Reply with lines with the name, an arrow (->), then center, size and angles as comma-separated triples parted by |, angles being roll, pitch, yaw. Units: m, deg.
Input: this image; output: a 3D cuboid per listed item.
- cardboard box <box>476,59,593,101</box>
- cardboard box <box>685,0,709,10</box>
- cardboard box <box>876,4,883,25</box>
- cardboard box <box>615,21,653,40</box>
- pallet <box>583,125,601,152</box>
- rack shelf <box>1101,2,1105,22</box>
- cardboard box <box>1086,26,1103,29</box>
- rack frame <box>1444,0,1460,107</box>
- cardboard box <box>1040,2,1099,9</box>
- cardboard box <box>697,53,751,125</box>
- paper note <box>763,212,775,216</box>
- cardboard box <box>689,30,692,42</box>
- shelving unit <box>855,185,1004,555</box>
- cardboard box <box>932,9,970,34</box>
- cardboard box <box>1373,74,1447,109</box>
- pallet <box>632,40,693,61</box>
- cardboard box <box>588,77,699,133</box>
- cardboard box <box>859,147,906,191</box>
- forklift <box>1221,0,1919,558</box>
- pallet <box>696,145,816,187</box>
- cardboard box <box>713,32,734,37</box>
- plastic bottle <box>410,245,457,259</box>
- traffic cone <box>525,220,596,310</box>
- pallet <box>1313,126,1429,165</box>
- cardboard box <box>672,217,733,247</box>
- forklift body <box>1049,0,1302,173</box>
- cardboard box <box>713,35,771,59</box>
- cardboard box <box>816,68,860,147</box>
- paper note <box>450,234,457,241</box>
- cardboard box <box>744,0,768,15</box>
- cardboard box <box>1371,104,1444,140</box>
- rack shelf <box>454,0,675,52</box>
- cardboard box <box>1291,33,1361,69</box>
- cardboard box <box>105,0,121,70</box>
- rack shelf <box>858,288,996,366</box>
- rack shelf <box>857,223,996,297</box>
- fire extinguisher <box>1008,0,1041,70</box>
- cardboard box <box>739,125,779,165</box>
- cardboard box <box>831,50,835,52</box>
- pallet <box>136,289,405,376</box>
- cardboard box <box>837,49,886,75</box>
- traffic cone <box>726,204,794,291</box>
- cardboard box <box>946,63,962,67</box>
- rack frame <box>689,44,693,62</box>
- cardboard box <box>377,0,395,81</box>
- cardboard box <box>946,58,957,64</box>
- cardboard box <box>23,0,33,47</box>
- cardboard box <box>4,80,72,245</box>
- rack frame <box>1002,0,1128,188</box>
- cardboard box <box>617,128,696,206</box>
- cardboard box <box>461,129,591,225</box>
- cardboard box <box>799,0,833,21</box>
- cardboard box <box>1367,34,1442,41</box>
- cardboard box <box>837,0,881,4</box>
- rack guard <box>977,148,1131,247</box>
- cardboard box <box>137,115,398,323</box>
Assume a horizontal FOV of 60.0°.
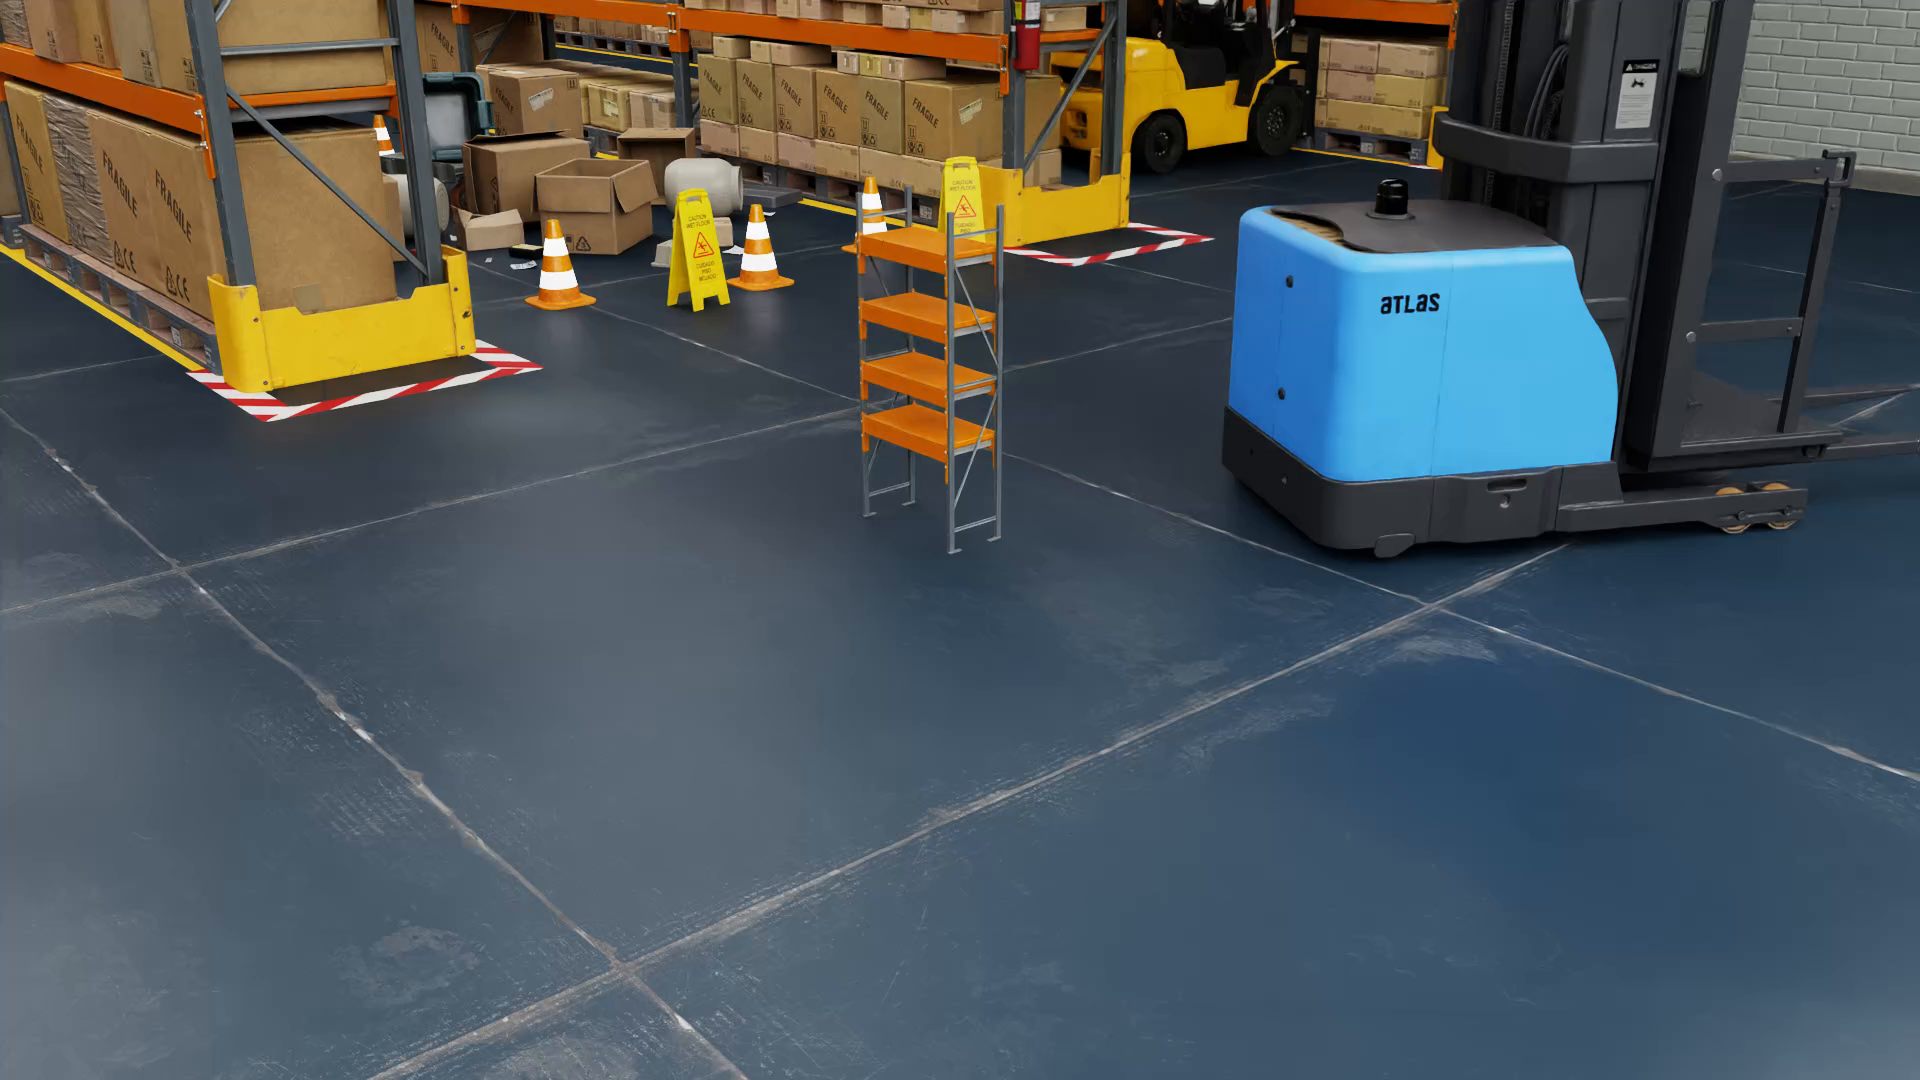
cardboard box -> -4.169, -4.491, 16.365 | 0.950, 0.372, 0.625 | -20, 29, -41
cardboard box -> -1.957, -4.292, 13.174 | 0.380, 0.149, 0.250 | -18, 27, -38
cardboard box -> -0.367, -3.691, 11.638 | 0.380, 0.149, 0.250 | -17, 27, -37
cardboard box -> -4.461, -7.379, 23.561 | 0.700, 0.500, 0.500 | -19, 28, -39
pallet -> -3.230, -3.826, 15.464 | 1.003, 0.211, 1.213 | -17, 27, -37
rack shelf -> 0.533, -5.973, 18.107 | 1.077, 0.370, 4.000 | -17, 27, -37
cardboard box -> 1.489, -4.987, 17.283 | 0.875, 0.625, 0.625 | -16, 26, -35
rack frame -> 4.449, -4.650, 13.744 | 1.000, 3.000, 0.127 | -17, 27, -37
cardboard box -> 0.592, -3.849, 11.154 | 0.500, 0.500, 0.500 | -18, 28, -38
cardboard box -> -1.739, -3.610, 13.254 | 0.500, 0.500, 0.500 | -16, 26, -35
paper note -> -1.415, -2.343, 11.924 | 0.148, 0.019, 0.142 | 12, 24, 27
cardboard box -> -3.636, -7.148, 23.232 | 0.500, 0.311, 0.500 | -16, 27, -36
shelving unit -> -0.108, -0.604, 5.882 | 0.258, 1.200, 0.503 | -17, 27, -37
cardboard box -> 0.036, -3.447, 11.015 | 0.380, 0.149, 0.250 | -18, 28, -38
cardboard box -> 3.895, -3.858, 14.231 | 0.500, 0.250, 0.500 | -18, 28, -38
pallet -> -3.831, -6.857, 23.202 | 1.003, 0.211, 1.213 | -17, 27, -37
cardboard box -> -2.736, -3.887, 14.822 | 0.950, 0.372, 0.625 | -15, 26, -34
cardboard box -> -0.372, -2.687, 11.926 | 0.500, 0.250, 0.500 | -17, 27, -37
forklift -> 2.604, -1.570, 5.973 | 3.031, 2.935, 1.130 | -5, 22, -12
pallet -> -1.455, -3.097, 13.602 | 1.003, 0.211, 1.213 | -17, 27, -37
cardboard box -> -2.883, -6.665, 21.740 | 0.500, 0.500, 0.500 | -18, 28, -38
plastic bottle -> -3.350, -1.839, 10.597 | 0.133, 0.061, 0.283 | 12, 24, 27
traffic cone -> -2.264, -1.565, 9.345 | 0.336, 0.463, 0.334 | -17, 27, -37
pallet -> 3.918, -3.553, 14.766 | 1.003, 0.211, 1.213 | -17, 27, -37
cardboard box -> -1.694, -2.021, 10.940 | 0.380, 0.149, 0.250 | -4, 22, -10
forklift body -> 1.829, -4.345, 14.127 | 2.313, 2.155, 1.214 | -17, 27, -37
cardboard box -> -1.703, -3.863, 13.011 | 0.380, 0.149, 0.250 | -17, 27, -37
cardboard box -> -0.697, -3.176, 12.145 | 0.500, 0.500, 0.500 | -18, 28, -39
paper note -> -3.331, -2.041, 11.163 | 0.172, 0.023, 0.155 | -8, 23, -19
cardboard box -> -1.421, -4.092, 12.663 | 0.380, 0.149, 0.250 | -16, 27, -36
cardboard box -> 3.903, -3.620, 14.308 | 0.500, 0.250, 0.500 | -17, 27, -37
rack shelf -> -3.225, -4.790, 15.088 | 1.077, 0.370, 4.000 | -17, 27, -37
cardboard box -> 3.238, -4.361, 14.828 | 0.500, 0.250, 0.500 | -17, 27, -37
cardboard box -> -3.915, -2.754, 8.697 | 0.875, 0.550, 0.550 | -17, 27, -37
rack shelf -> -0.108, -0.750, 5.825 | 0.258, 0.148, 0.480 | -17, 27, -37
rack shelf -> -0.108, -0.970, 5.739 | 0.258, 0.148, 0.480 | -17, 27, -37
fire extinguisher -> 0.417, -3.290, 10.377 | 0.296, 0.674, 0.183 | -17, 27, -37
cardboard box -> -1.382, -3.116, 13.021 | 0.500, 0.250, 0.500 | -16, 26, -34
cardboard box -> -1.330, -3.738, 13.580 | 0.500, 0.500, 0.500 | -18, 28, -38
pallet -> -3.574, -1.165, 8.669 | 1.003, 0.211, 1.213 | -17, 27, -37
cardboard box -> -0.652, -3.422, 11.885 | 0.380, 0.149, 0.250 | -16, 27, -35
traffic cone -> -1.186, -1.740, 9.792 | 0.336, 0.463, 0.334 | -17, 27, -37
cardboard box -> -0.308, -3.311, 12.491 | 0.500, 0.500, 0.500 | -17, 27, -36
rack frame -> -3.384, -7.966, 22.208 | 1.000, 3.000, 0.127 | -17, 27, -37
cardboard box -> -6.081, -5.589, 18.479 | 0.875, 0.875, 0.875 | -16, 27, -36
cardboard box -> 0.057, -5.596, 18.839 | 0.875, 0.625, 0.625 | -16, 27, -36
cardboard box -> -4.978, -3.191, 9.811 | 0.875, 0.550, 0.550 | -17, 27, -37
cardboard box -> -5.246, -2.382, 10.291 | 0.875, 0.875, 0.875 | -17, 27, -37
rack frame -> 0.691, -3.468, 10.724 | 1.000, 3.000, 0.127 | -17, 27, -37
cardboard box -> -2.251, -2.790, 12.418 | 0.500, 0.500, 0.500 | 0, 21, -1
cardboard box -> -2.990, -2.507, 11.510 | 0.797, 0.637, 0.503 | -17, 27, -37
cardboard box -> -0.943, -3.874, 12.106 | 0.380, 0.149, 0.250 | -18, 27, -38
cardboard box -> 3.950, -4.346, 14.791 | 0.500, 0.250, 0.500 | -17, 27, -37
cardboard box -> -0.519, -4.015, 11.578 | 0.500, 0.500, 0.500 | -18, 27, -38
rack guard -> 0.642, -2.325, 11.234 | 1.175, 0.500, 0.348 | -17, 27, -37
cardboard box -> -3.485, -1.639, 8.393 | 0.875, 0.875, 0.875 | -17, 27, -37
